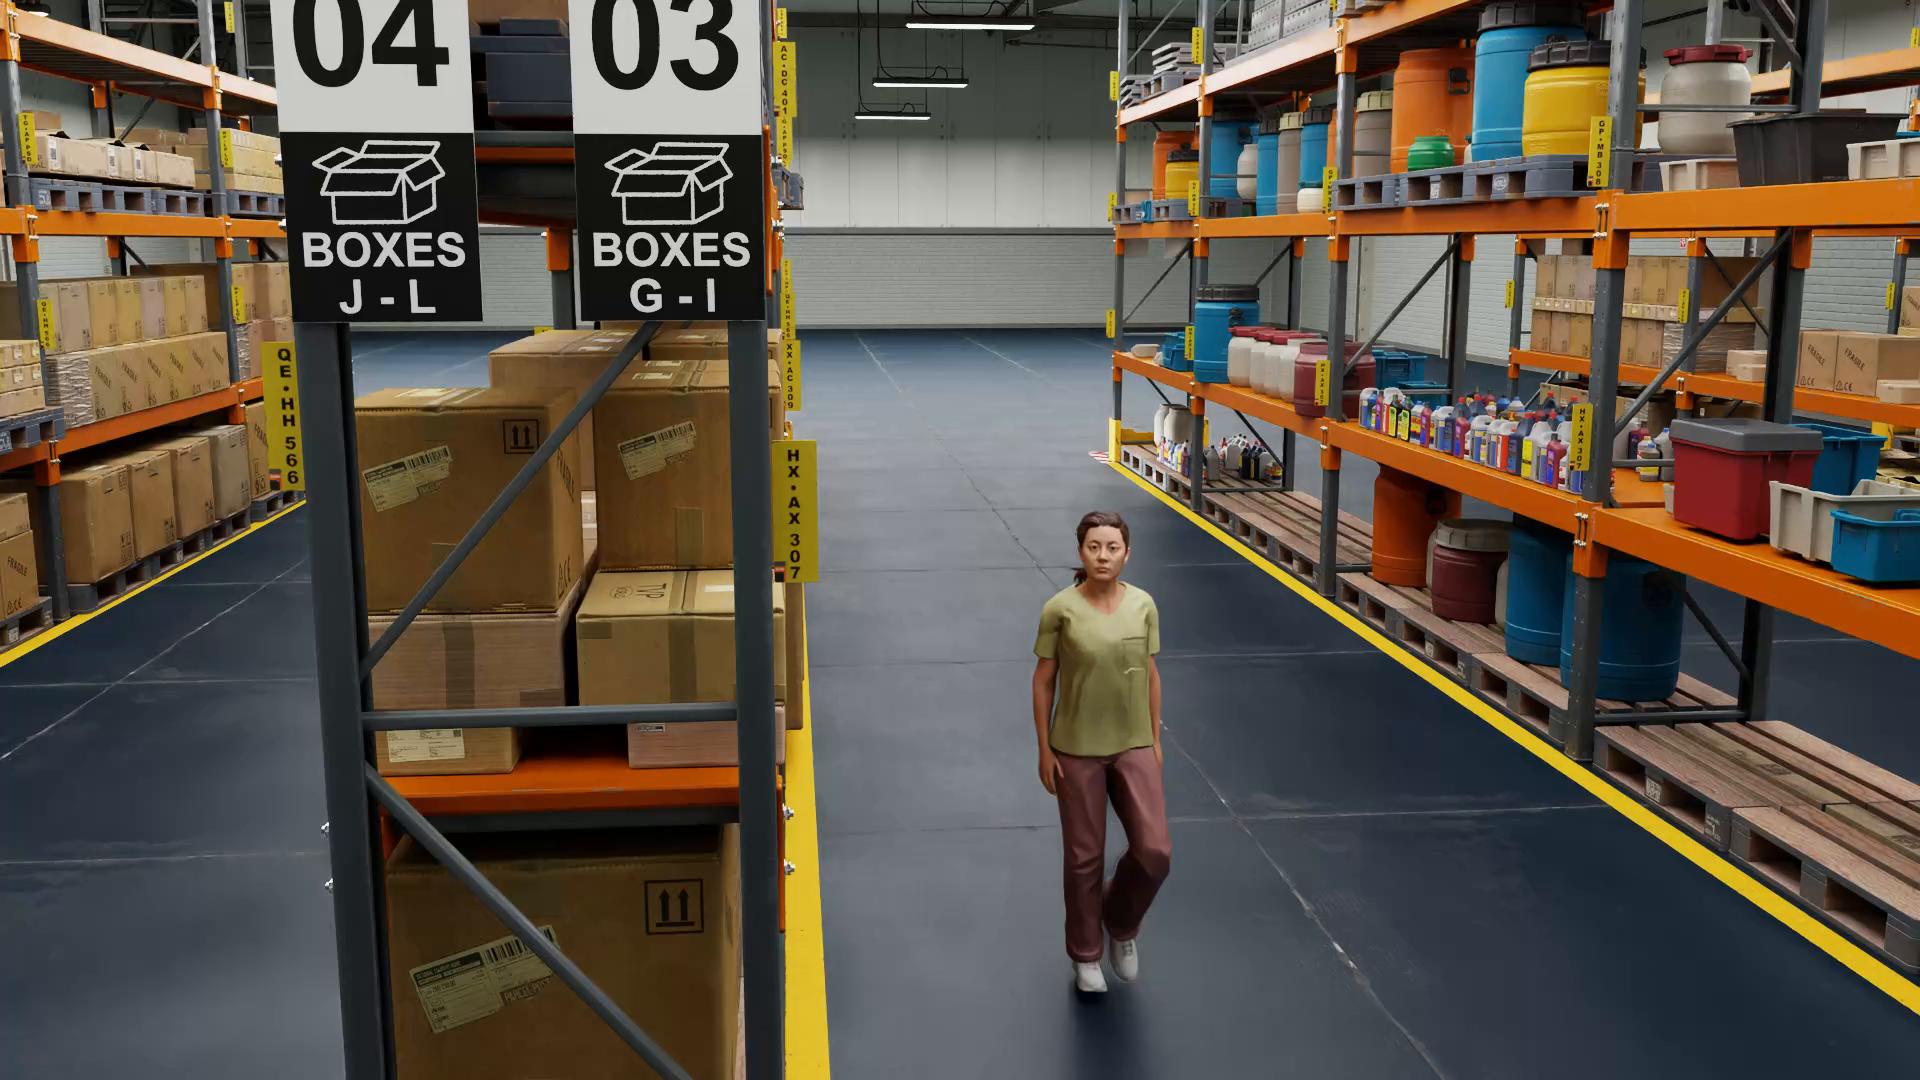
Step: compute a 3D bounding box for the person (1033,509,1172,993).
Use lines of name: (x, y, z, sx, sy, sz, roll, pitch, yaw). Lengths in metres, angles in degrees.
person: (0.487, 0.731, 5.668, 0.466, 1.666, 0.486, -1, 10, -6)
